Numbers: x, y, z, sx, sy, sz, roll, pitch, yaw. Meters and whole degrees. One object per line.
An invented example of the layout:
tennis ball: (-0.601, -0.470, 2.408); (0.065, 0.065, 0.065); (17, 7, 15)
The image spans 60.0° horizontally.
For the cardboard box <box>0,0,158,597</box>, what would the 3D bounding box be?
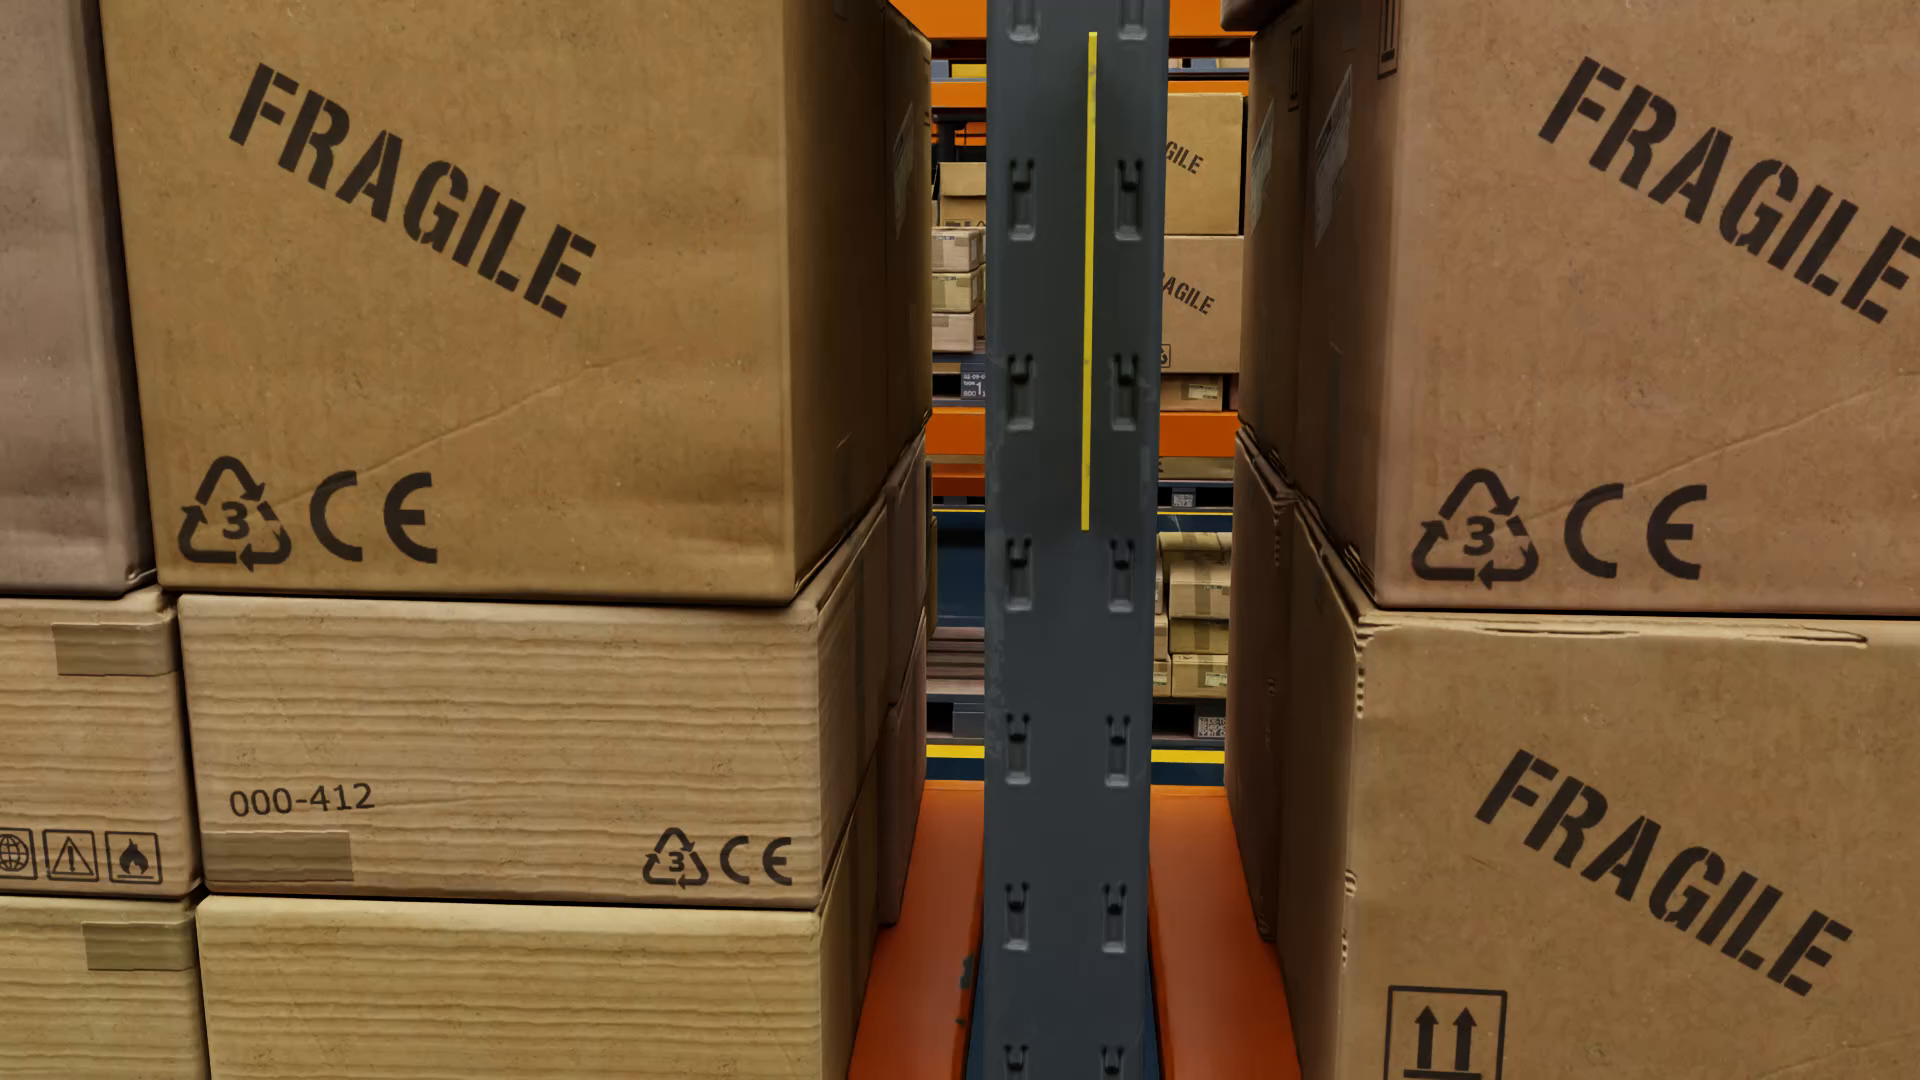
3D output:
cardboard box: (-0.865, -0.255, 1.477); (0.500, 0.500, 0.500); (1, 12, 5)

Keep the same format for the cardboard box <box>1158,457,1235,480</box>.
cardboard box: (1.430, -0.921, 11.510); (0.875, 0.875, 0.875); (1, 12, 4)

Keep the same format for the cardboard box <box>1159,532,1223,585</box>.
cardboard box: (0.974, 0.077, 7.060); (0.250, 0.149, 0.380); (1, 12, 4)

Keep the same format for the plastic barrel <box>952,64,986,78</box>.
plastic barrel: (0.183, -4.530, 15.786); (0.600, 0.588, 0.600); (0, 12, 0)

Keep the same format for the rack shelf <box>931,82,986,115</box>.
rack shelf: (-1.219, -2.925, 11.354); (4.000, 0.370, 1.077); (1, 12, 4)

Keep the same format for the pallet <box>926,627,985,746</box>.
pallet: (-0.433, 0.585, 6.954); (1.213, 0.211, 1.003); (1, 12, 4)

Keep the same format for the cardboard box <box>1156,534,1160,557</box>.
cardboard box: (0.717, 0.081, 7.038); (0.250, 0.149, 0.380); (1, 12, 5)

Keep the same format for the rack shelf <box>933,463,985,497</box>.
rack shelf: (0.007, -0.311, 10.203); (1.000, 0.278, 0.538); (1, 12, 4)

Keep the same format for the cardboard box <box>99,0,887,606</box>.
cardboard box: (-0.348, -0.250, 1.450); (0.500, 0.500, 0.500); (1, 12, 6)

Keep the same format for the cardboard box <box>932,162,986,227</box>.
cardboard box: (0.139, -2.328, 11.378); (0.637, 0.503, 0.797); (0, 12, 2)

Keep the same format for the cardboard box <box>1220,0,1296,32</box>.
cardboard box: (0.443, -0.673, 1.890); (0.250, 0.149, 0.380); (1, 12, 3)

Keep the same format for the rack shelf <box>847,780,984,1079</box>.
rack shelf: (-1.881, 0.568, 1.983); (4.000, 0.370, 1.077); (1, 12, 4)

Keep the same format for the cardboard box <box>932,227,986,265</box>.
cardboard box: (-0.018, -1.242, 7.016); (0.250, 0.149, 0.380); (1, 12, 7)

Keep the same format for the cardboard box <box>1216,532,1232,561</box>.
cardboard box: (1.223, 0.078, 7.051); (0.250, 0.149, 0.380); (1, 12, 3)

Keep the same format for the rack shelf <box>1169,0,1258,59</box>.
rack shelf: (2.340, -1.858, 6.255); (4.000, 0.370, 1.077); (1, 12, 4)

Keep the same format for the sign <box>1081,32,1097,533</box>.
sign: (0.088, -0.174, 1.137); (0.005, 0.325, 0.100); (1, 12, 4)

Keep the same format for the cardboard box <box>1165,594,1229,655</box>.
cardboard box: (0.943, 0.330, 6.573); (0.250, 0.149, 0.380); (1, 12, 4)

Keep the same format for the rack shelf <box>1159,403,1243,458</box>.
rack shelf: (2.506, -1.610, 8.795); (4.006, 1.845, 5.958); (1, 12, 4)

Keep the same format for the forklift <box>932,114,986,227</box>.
forklift: (0.145, -2.392, 14.546); (1.130, 2.935, 3.031); (-2, 12, -11)

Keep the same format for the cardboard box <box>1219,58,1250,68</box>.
cardboard box: (3.428, -5.795, 20.635); (0.500, 0.500, 0.700); (1, 12, 4)

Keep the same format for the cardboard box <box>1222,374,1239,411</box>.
cardboard box: (1.137, -0.594, 6.397); (0.250, 0.149, 0.380); (0, 12, 1)

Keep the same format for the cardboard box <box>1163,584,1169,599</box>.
cardboard box: (0.951, 0.216, 7.122); (0.250, 0.149, 0.380); (0, 12, 1)

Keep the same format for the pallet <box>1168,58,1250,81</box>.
pallet: (1.592, -3.193, 11.095); (1.213, 0.211, 1.003); (1, 12, 4)

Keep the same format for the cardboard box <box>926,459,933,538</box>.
cardboard box: (-0.375, -0.182, 7.062); (0.500, 0.250, 0.500); (0, 12, 1)

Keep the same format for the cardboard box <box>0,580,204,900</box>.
cardboard box: (-0.841, 0.110, 1.560); (0.500, 0.250, 0.500); (1, 12, 5)

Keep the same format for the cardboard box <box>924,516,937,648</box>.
cardboard box: (-0.375, 0.184, 7.140); (0.500, 0.500, 0.500); (1, 12, 6)

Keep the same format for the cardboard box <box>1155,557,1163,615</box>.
cardboard box: (0.674, 0.176, 6.583); (0.250, 0.149, 0.380); (1, 12, 6)

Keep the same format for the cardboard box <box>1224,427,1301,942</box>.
cardboard box: (0.594, 0.149, 1.988); (0.500, 0.500, 0.500); (1, 12, 4)

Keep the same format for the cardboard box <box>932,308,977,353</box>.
cardboard box: (-0.065, -0.817, 6.435); (0.250, 0.149, 0.380); (1, 12, 2)

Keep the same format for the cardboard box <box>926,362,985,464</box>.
cardboard box: (0.137, -0.951, 11.654); (0.875, 0.875, 1.225); (1, 12, 4)

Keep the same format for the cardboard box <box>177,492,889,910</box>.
cardboard box: (-0.342, 0.116, 1.534); (0.500, 0.250, 0.500); (1, 12, 4)

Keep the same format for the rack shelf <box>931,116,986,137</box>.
rack shelf: (-0.888, -3.936, 16.191); (4.000, 0.370, 1.077); (1, 12, 4)

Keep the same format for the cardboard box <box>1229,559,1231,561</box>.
cardboard box: (1.201, 0.186, 6.538); (0.250, 0.149, 0.380); (1, 12, 3)

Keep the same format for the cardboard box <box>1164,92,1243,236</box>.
cardboard box: (0.778, -1.397, 6.209); (0.500, 0.500, 0.500); (1, 12, 5)

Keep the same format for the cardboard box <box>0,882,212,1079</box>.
cardboard box: (-0.858, 0.355, 1.611); (0.500, 0.250, 0.500); (1, 12, 3)

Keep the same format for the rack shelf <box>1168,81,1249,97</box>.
rack shelf: (2.772, -2.870, 11.093); (4.000, 0.370, 1.077); (1, 12, 4)

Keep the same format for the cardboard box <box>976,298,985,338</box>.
cardboard box: (-0.018, -0.951, 7.077); (0.250, 0.149, 0.380); (0, 12, 1)

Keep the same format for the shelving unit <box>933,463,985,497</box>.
shelving unit: (0.007, -0.550, 10.152); (1.048, 1.125, 0.538); (1, 12, 4)

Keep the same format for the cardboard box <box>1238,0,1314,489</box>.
cardboard box: (0.604, -0.345, 1.905); (0.500, 0.500, 0.500); (1, 12, 3)

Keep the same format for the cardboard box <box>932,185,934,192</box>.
cardboard box: (-0.241, -5.365, 25.740); (0.500, 0.250, 0.500); (1, 12, 3)

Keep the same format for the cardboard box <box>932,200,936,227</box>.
cardboard box: (-0.325, -4.071, 21.133); (0.500, 0.500, 0.700); (-2, 12, -11)

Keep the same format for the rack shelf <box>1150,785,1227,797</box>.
rack shelf: (2.110, 0.623, 1.721); (4.000, 0.370, 1.077); (1, 12, 4)

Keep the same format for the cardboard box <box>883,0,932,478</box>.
cardboard box: (-0.305, -0.360, 1.975); (0.500, 0.500, 0.500); (1, 12, 4)

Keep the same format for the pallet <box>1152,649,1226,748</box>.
pallet: (1.017, 0.598, 6.896); (1.213, 0.211, 1.003); (1, 12, 4)

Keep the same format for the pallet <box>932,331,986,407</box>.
pallet: (-0.409, -0.716, 6.831); (1.213, 0.211, 1.003); (1, 12, 4)

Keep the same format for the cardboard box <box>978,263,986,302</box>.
cardboard box: (-0.018, -1.097, 7.047); (0.250, 0.149, 0.380); (1, 12, 5)

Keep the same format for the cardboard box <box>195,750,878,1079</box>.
cardboard box: (-0.350, 0.362, 1.577); (0.500, 0.250, 0.500); (1, 12, 2)

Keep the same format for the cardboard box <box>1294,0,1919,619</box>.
cardboard box: (0.573, -0.239, 1.398); (0.500, 0.500, 0.500); (1, 12, 4)

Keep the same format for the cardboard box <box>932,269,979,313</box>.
cardboard box: (-0.066, -0.963, 6.405); (0.250, 0.149, 0.380); (1, 12, 5)

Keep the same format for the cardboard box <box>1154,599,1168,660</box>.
cardboard box: (0.685, 0.345, 6.502); (0.250, 0.149, 0.380); (1, 12, 6)

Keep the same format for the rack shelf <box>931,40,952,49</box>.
rack shelf: (-1.651, -2.008, 6.497); (3.809, 0.124, 0.919); (1, 12, 4)

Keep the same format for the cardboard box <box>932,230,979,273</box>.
cardboard box: (-0.069, -1.109, 6.377); (0.250, 0.149, 0.380); (1, 12, 6)
